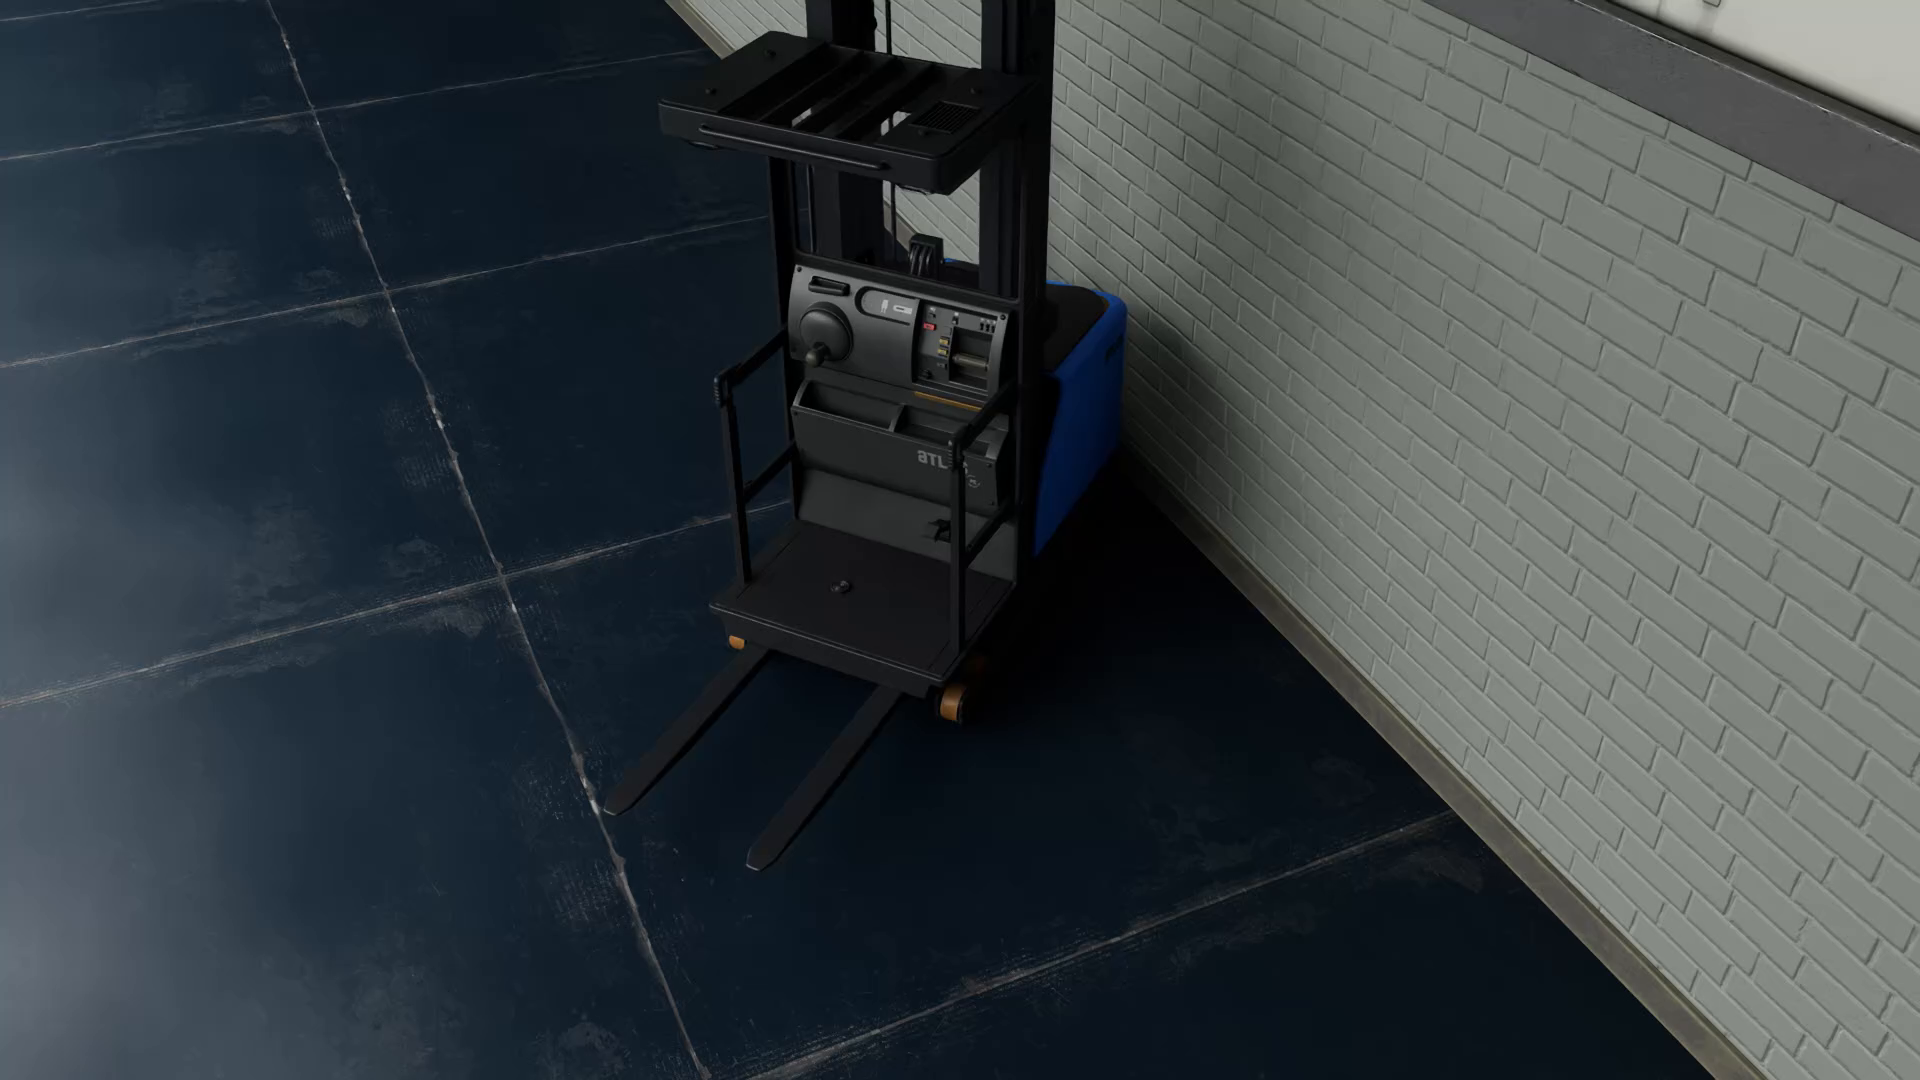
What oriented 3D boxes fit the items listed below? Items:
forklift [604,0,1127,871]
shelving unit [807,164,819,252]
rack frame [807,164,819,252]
[{"bbox_3d":[-0.337,-0.738,6.285,1.130,2.935,3.031,16,40,21],"label":"forklift"},{"bbox_3d":[-0.164,-1.227,8.145,1.048,1.500,0.538,-7,37,-9],"label":"shelving unit"},{"bbox_3d":[-0.662,-1.166,8.063,0.032,1.500,0.500,-7,37,-9],"label":"rack frame"}]
